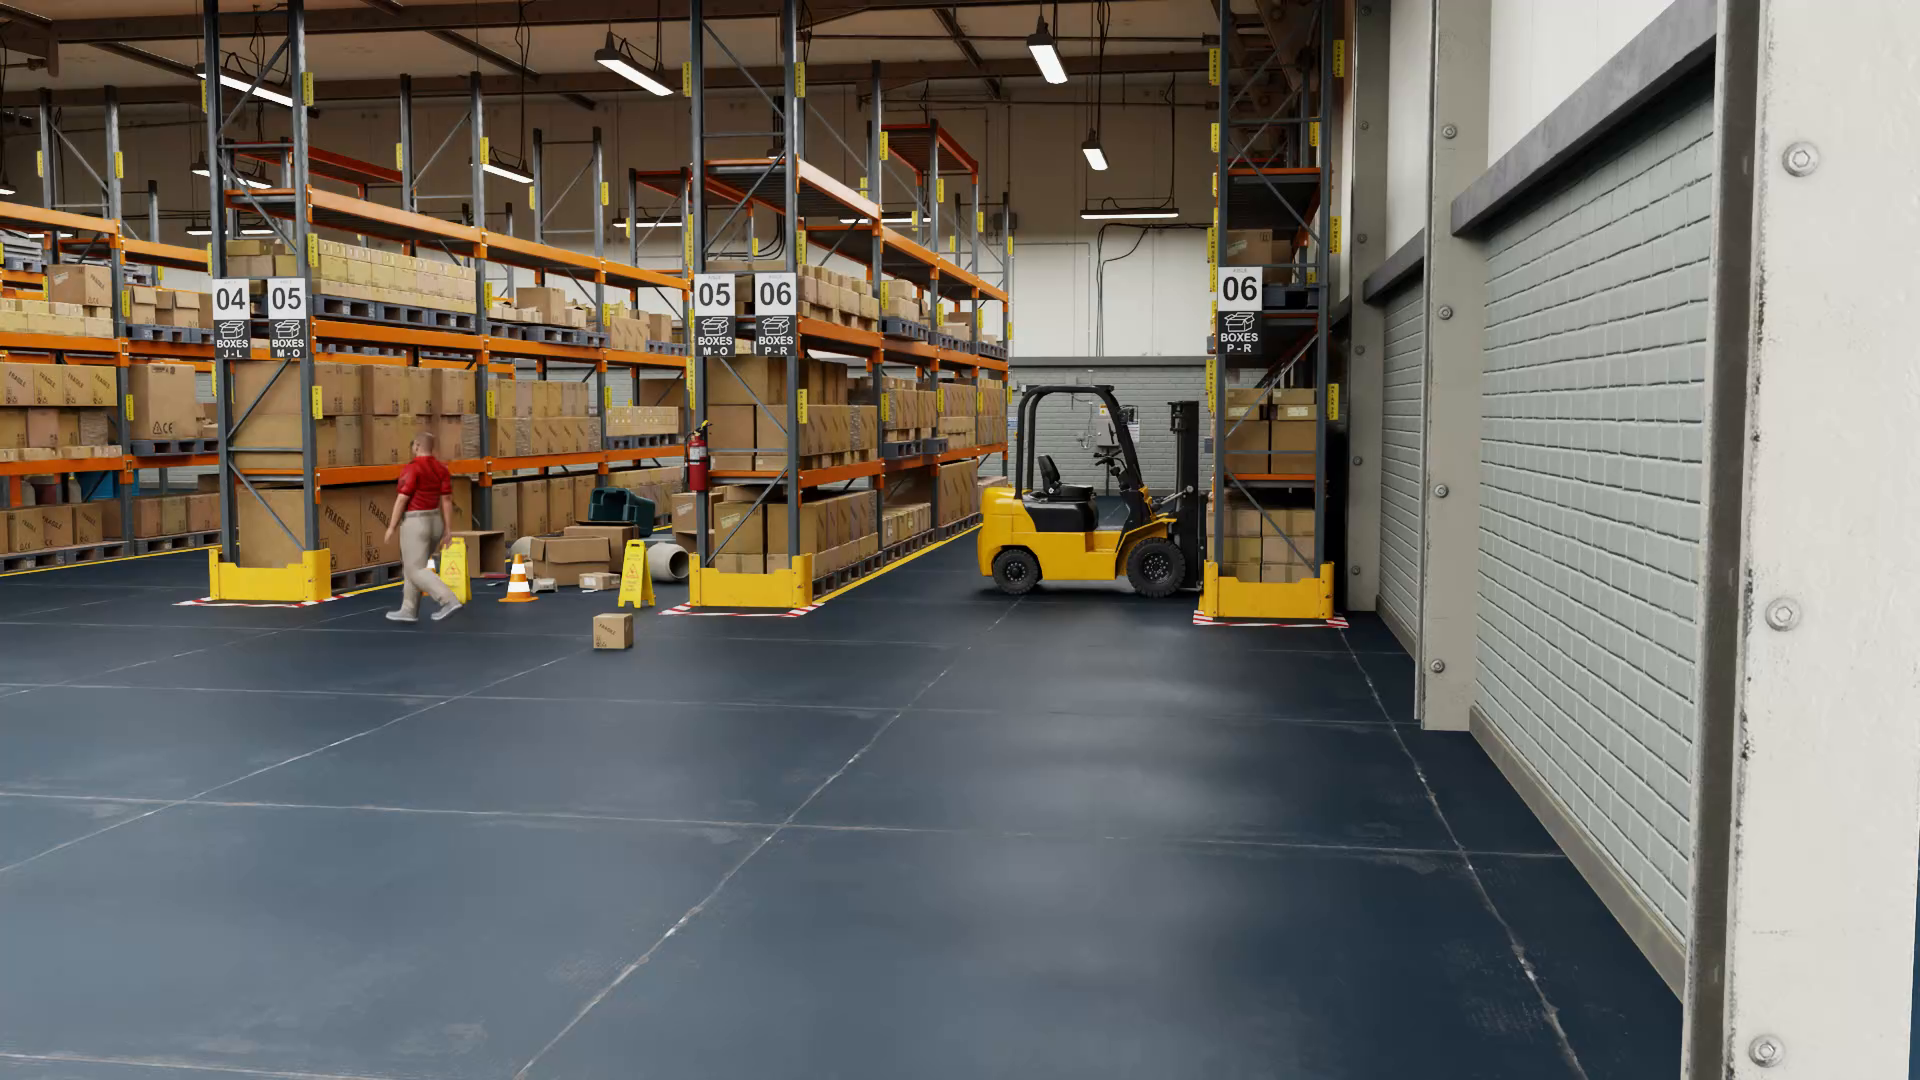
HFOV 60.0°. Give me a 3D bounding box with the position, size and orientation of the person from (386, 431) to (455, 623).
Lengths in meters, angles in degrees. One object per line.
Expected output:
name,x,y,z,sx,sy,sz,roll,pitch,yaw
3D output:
person,-4.736,-0.107,14.537,0.897,1.688,0.531,2,5,22
